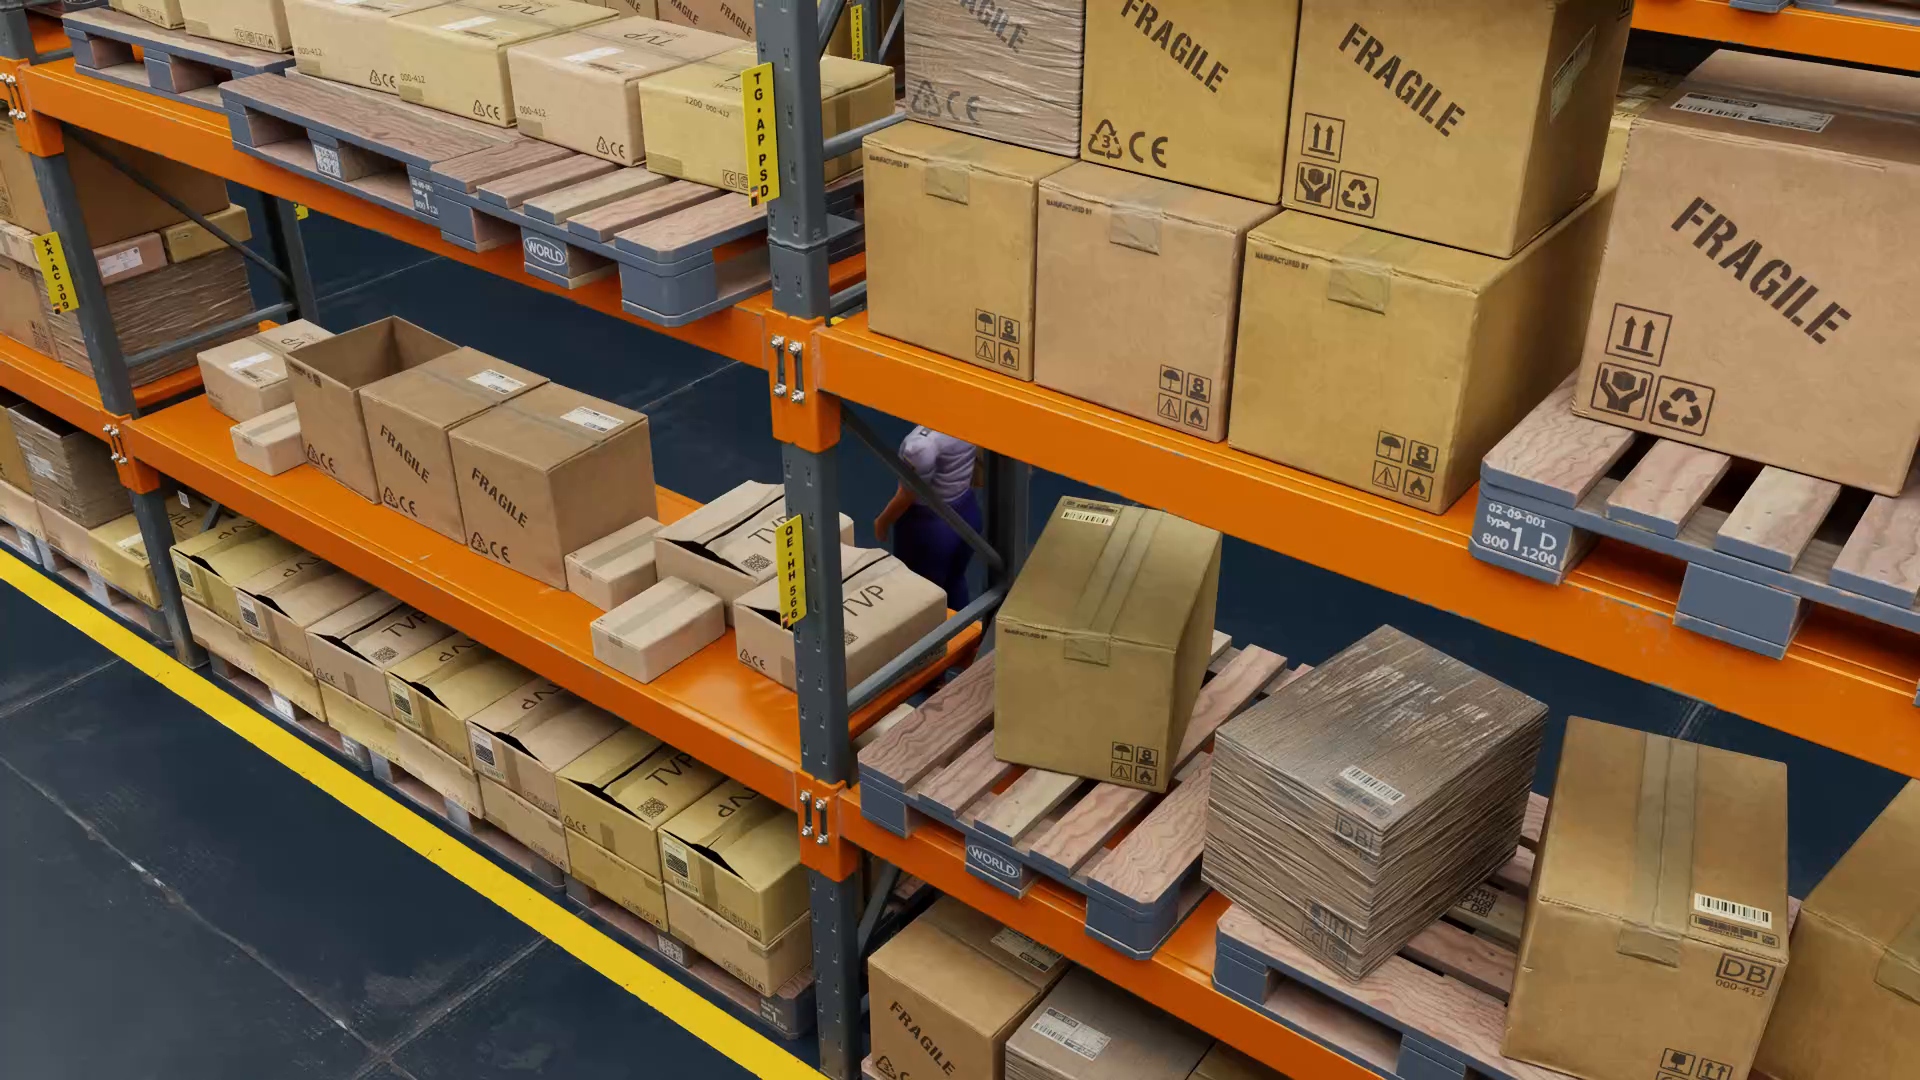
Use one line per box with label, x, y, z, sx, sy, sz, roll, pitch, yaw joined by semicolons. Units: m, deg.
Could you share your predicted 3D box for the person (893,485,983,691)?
person;-0.141;0.165;7.465;0.480;1.028;0.504;21;37;31
